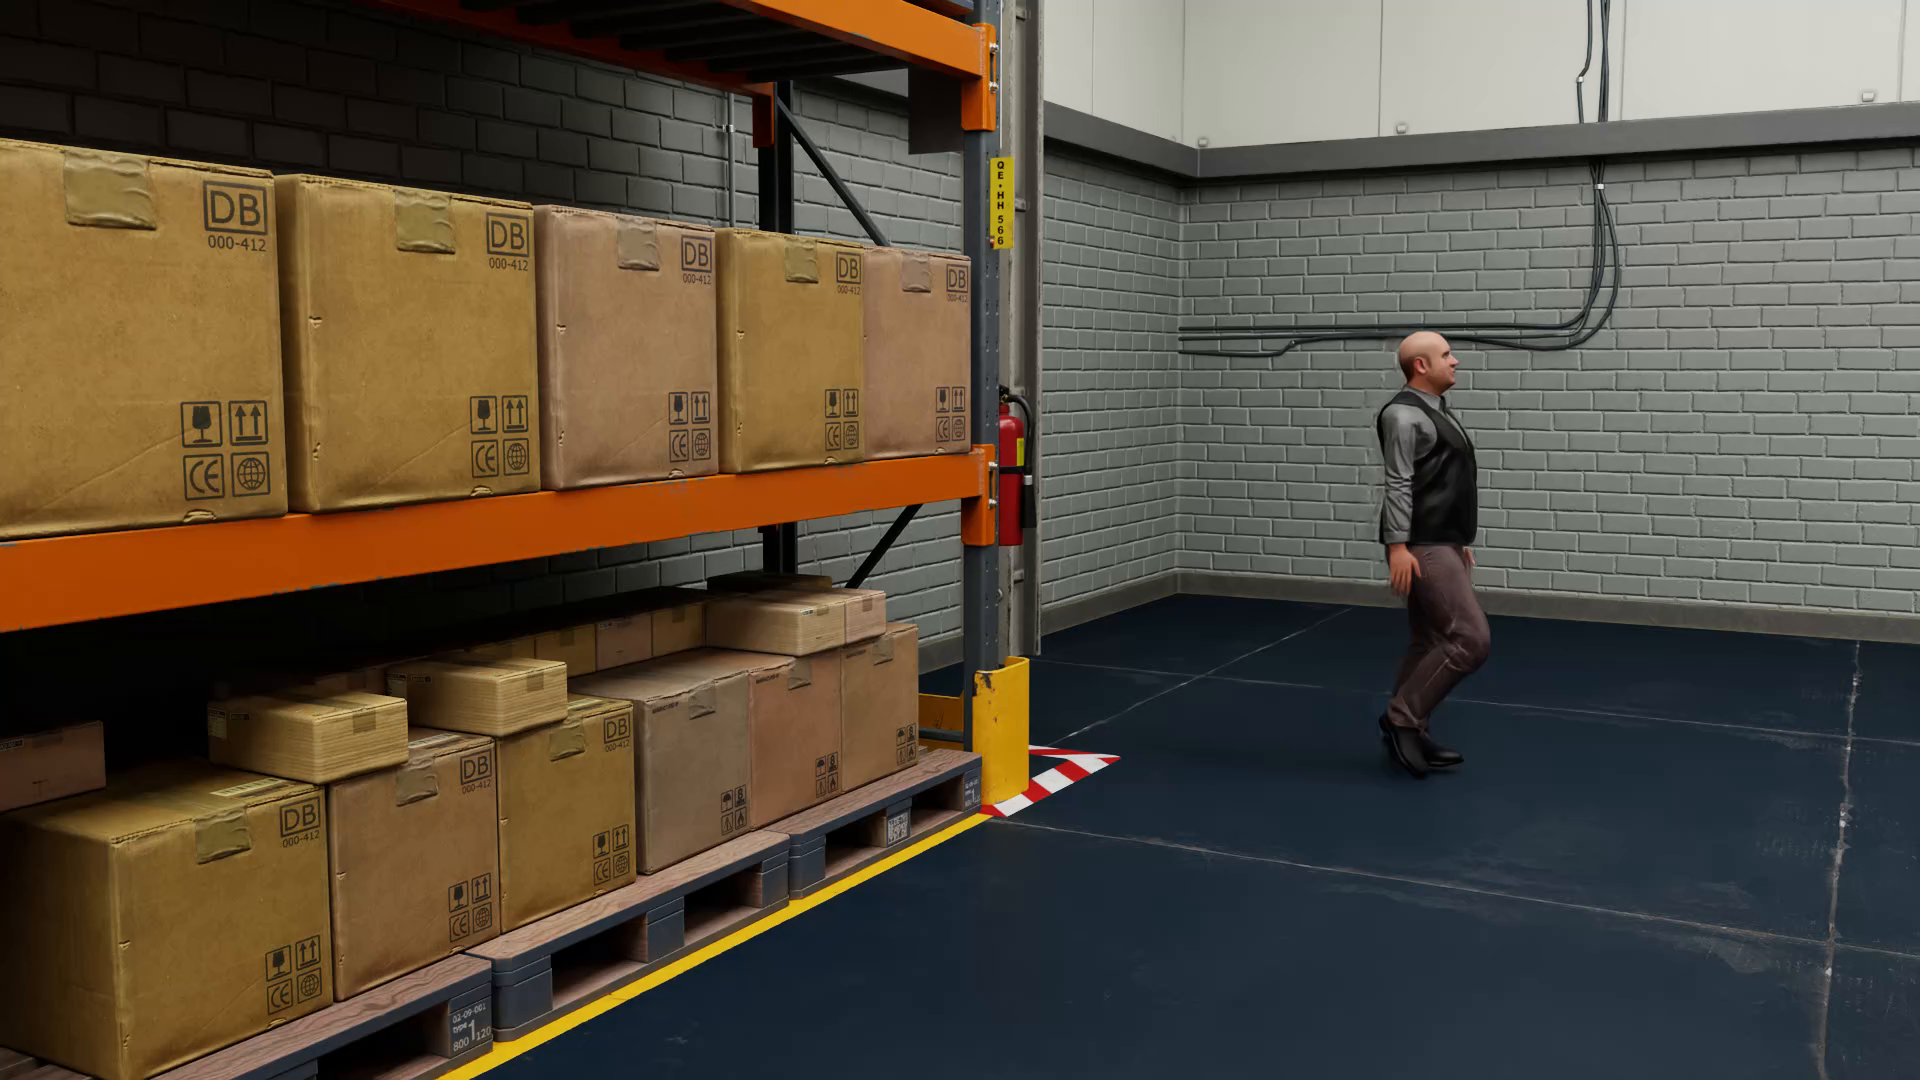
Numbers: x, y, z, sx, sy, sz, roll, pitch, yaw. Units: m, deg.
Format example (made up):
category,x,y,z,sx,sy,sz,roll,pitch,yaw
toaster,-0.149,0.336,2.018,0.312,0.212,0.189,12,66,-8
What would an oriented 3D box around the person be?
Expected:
category,x,y,z,sx,sy,sz,roll,pitch,yaw
person,1.885,0.096,6.532,0.458,1.658,0.564,3,7,28
